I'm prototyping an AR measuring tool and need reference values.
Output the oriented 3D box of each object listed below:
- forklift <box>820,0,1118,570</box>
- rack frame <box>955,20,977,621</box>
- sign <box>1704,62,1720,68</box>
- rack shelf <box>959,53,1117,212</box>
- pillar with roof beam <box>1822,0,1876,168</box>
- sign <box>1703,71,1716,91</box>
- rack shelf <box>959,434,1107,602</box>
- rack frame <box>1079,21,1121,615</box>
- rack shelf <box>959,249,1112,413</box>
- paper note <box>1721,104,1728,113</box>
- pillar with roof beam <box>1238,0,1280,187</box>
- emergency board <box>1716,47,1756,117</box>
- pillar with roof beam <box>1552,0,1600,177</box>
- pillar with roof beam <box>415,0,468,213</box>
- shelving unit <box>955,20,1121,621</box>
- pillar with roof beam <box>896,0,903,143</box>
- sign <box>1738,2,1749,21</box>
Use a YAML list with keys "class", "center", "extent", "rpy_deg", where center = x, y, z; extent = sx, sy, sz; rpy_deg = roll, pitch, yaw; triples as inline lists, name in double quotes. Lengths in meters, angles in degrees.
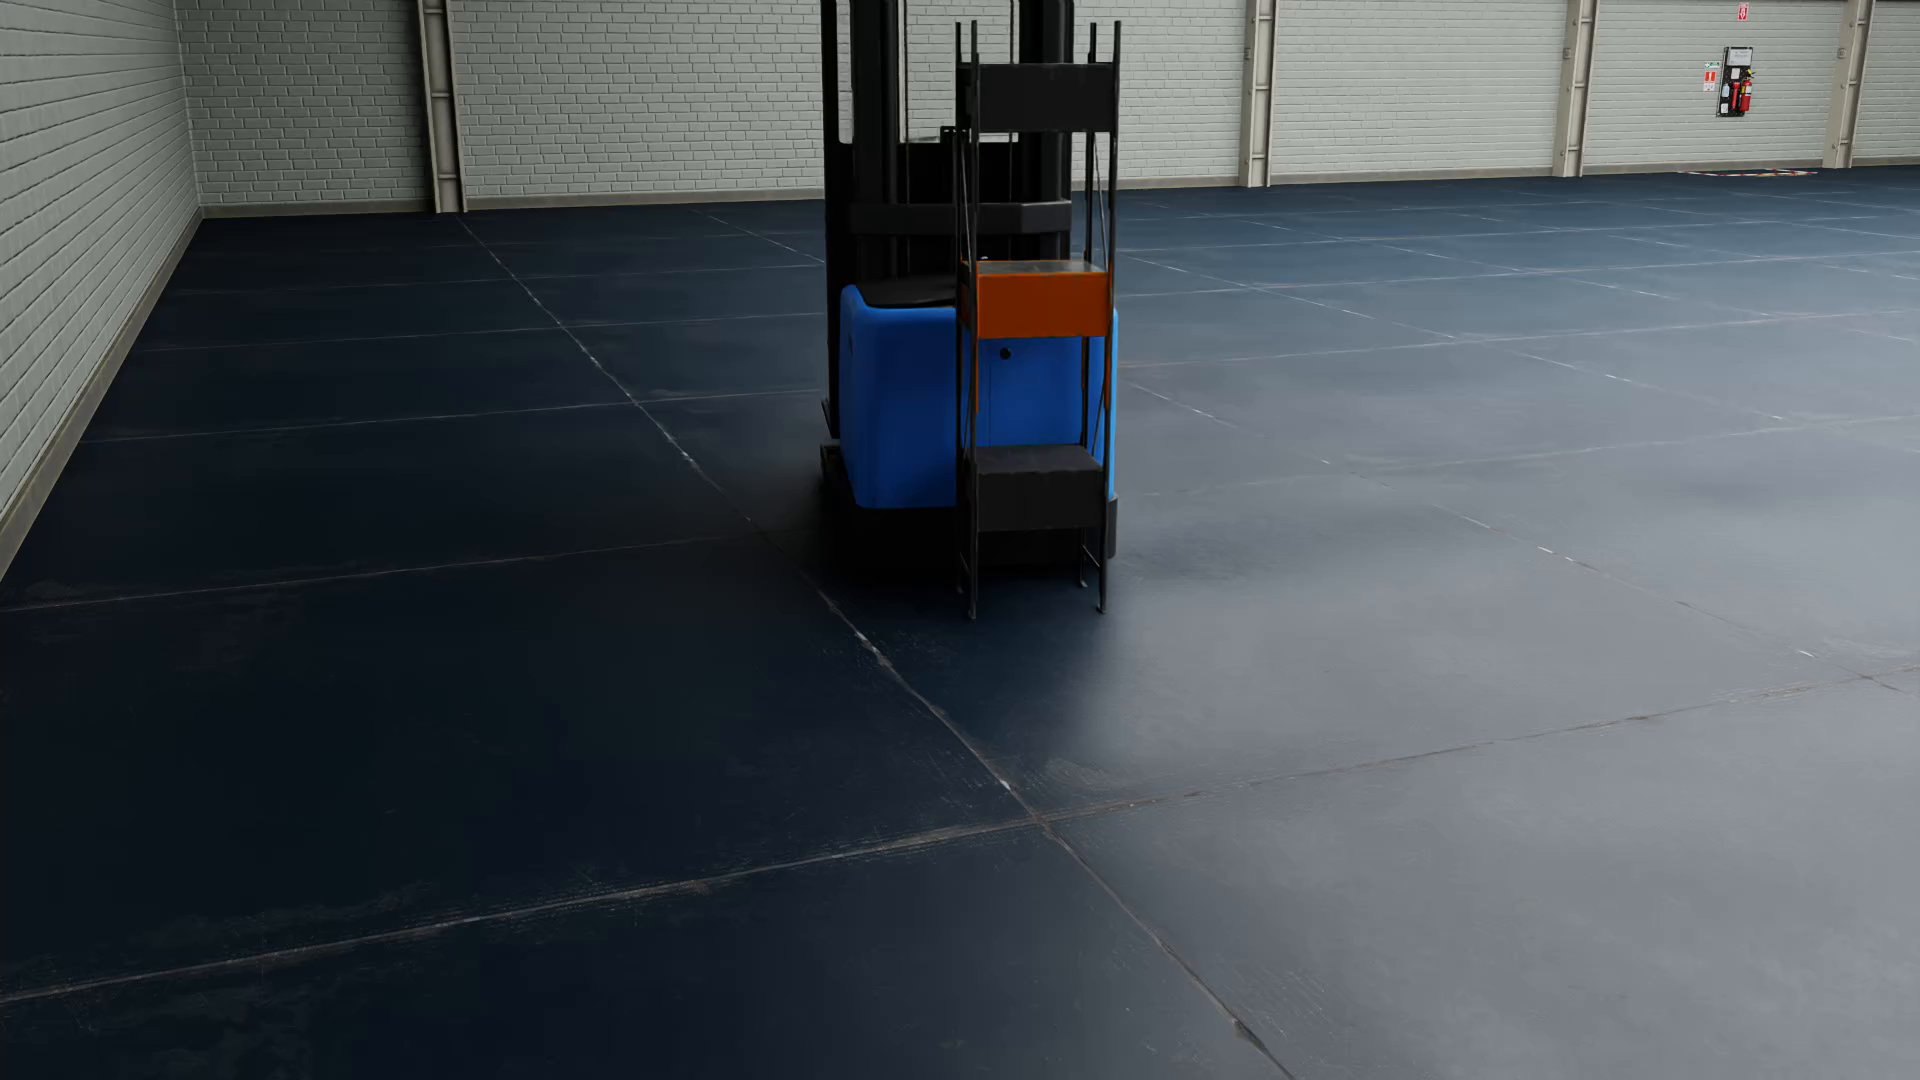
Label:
- class: "forklift"
  center: [-0.086, -1.660, 7.551]
  extent: [1.130, 2.935, 3.031]
  rpy_deg: [-2, 17, -7]
- class: "rack frame"
  center: [0.020, -0.766, 5.979]
  extent: [0.015, 2.100, 0.400]
  rpy_deg: [-2, 17, -8]
- class: "sign"
  center: [12.900, -8.147, 28.514]
  extent: [0.331, 0.109, 0.001]
  rpy_deg: [-6, 17, -20]
- class: "rack shelf"
  center: [0.262, -1.435, 5.821]
  extent: [0.480, 0.518, 0.431]
  rpy_deg: [-2, 17, -8]
- class: "pillar with roof beam"
  center: [17.308, -9.891, 24.809]
  extent: [0.400, 9.000, 9.100]
  rpy_deg: [-6, 17, -20]
- class: "sign"
  center: [12.893, -7.895, 28.595]
  extent: [0.234, 0.329, 0.001]
  rpy_deg: [-6, 17, -20]
- class: "rack shelf"
  center: [0.262, -0.091, 6.215]
  extent: [0.480, 0.518, 0.431]
  rpy_deg: [-2, 17, -8]
- class: "rack frame"
  center: [0.503, -0.786, 6.049]
  extent: [0.015, 2.100, 0.400]
  rpy_deg: [-2, 17, -8]
- class: "rack shelf"
  center: [0.262, -0.763, 6.018]
  extent: [0.480, 0.518, 0.431]
  rpy_deg: [-2, 17, -8]
- class: "paper note"
  center: [13.256, -7.484, 28.823]
  extent: [0.142, 0.148, 0.016]
  rpy_deg: [-6, 17, -20]
- class: "pillar with roof beam"
  center: [6.102, -8.681, 20.689]
  extent: [0.400, 9.000, 9.100]
  rpy_deg: [-6, 17, -20]
- class: "emergency board"
  center: [13.446, -7.906, 28.698]
  extent: [0.643, 1.169, 0.194]
  rpy_deg: [-6, 17, -20]
- class: "pillar with roof beam"
  center: [11.705, -9.286, 22.749]
  extent: [0.400, 9.000, 9.100]
  rpy_deg: [-6, 17, -20]
- class: "pillar with roof beam"
  center: [-5.103, -7.471, 16.570]
  extent: [0.400, 9.000, 9.100]
  rpy_deg: [-6, 17, -20]
- class: "shelving unit"
  center: [0.262, -0.776, 6.014]
  extent: [0.503, 2.100, 0.431]
  rpy_deg: [-2, 17, -8]
- class: "pillar with roof beam"
  center: [0.499, -8.076, 18.630]
  extent: [0.400, 9.000, 9.100]
  rpy_deg: [-6, 17, -20]
- class: "sign"
  center: [13.403, -9.044, 28.457]
  extent: [0.199, 0.298, 0.001]
  rpy_deg: [-6, 17, -20]
